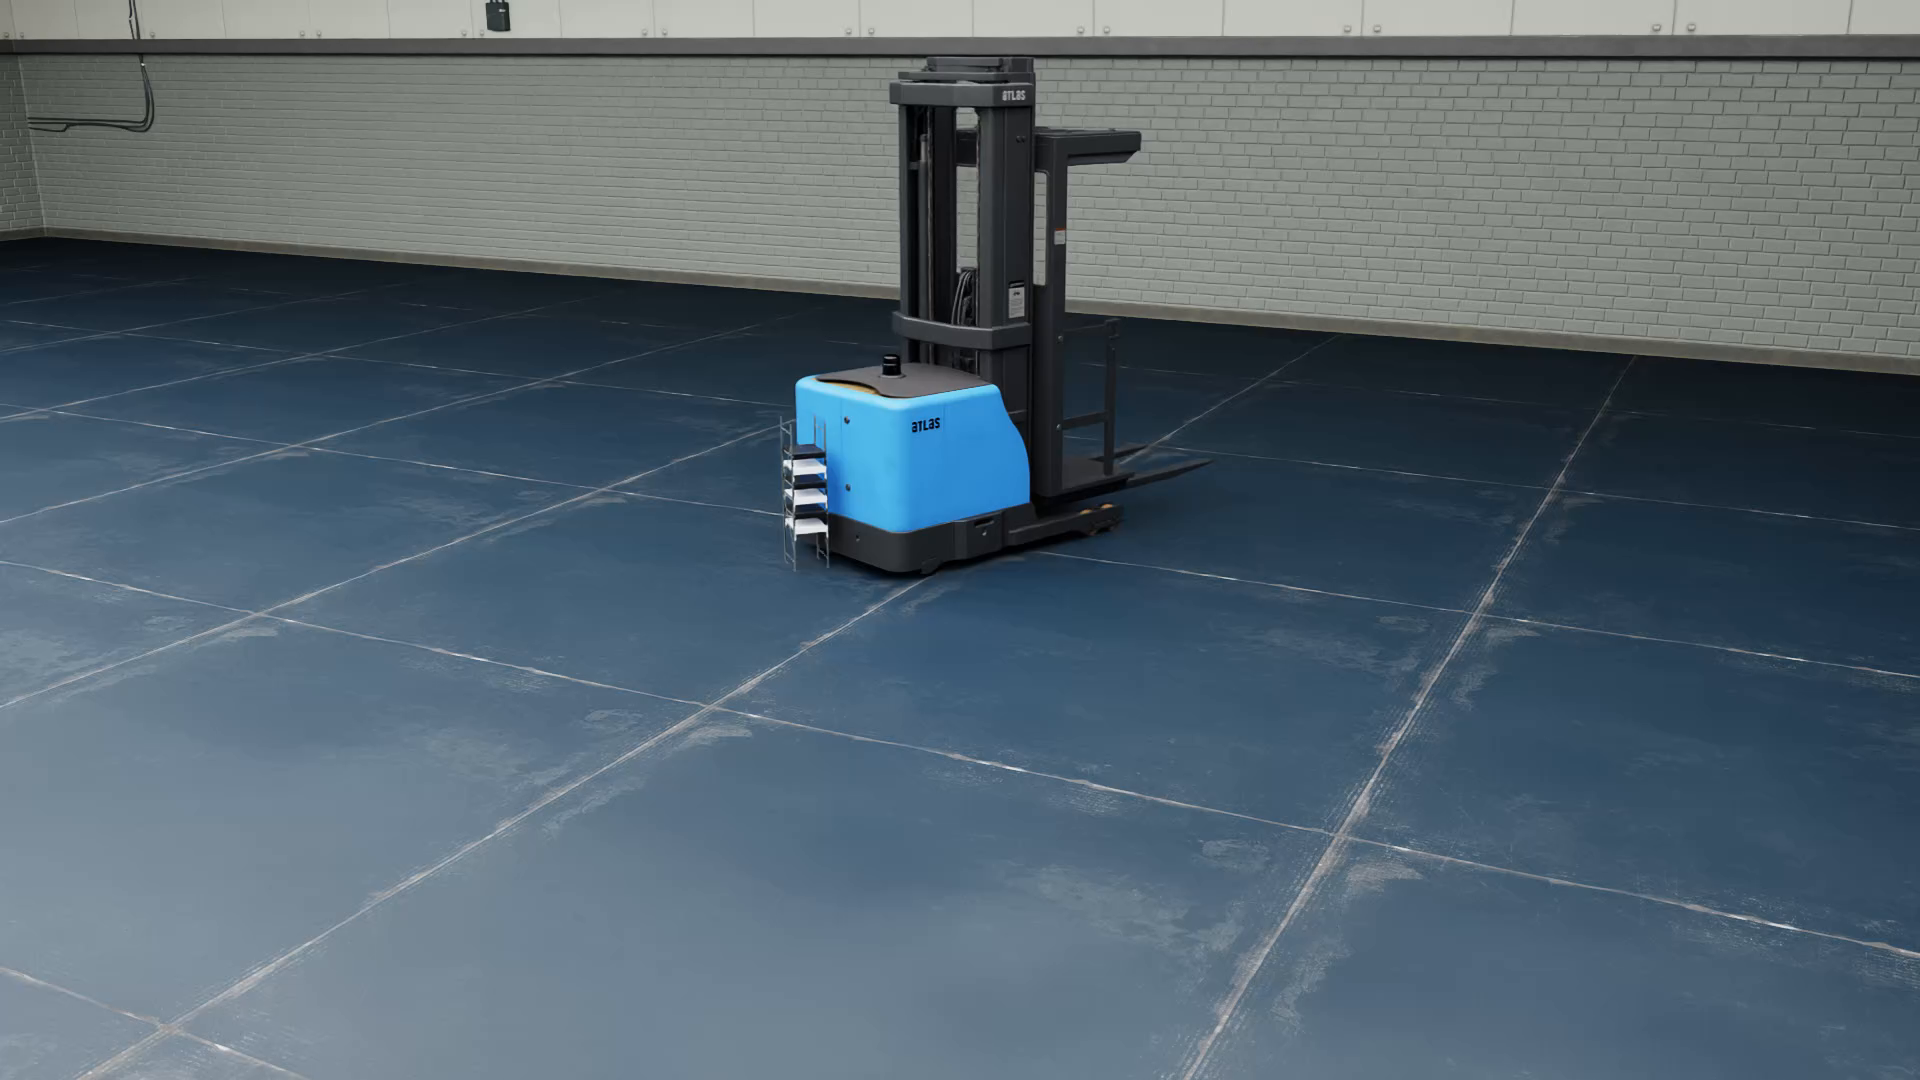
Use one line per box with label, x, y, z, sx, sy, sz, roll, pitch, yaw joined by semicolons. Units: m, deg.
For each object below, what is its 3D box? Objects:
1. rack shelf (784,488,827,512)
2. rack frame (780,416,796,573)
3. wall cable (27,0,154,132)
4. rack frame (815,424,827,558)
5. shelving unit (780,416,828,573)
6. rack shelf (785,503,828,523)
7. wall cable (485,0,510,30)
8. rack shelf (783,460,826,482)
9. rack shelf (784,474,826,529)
rack shelf;-0.922;-0.245;9.887;0.200;0.077;0.258;-6;18;-20
rack frame;-1.017;-0.267;9.843;0.006;0.900;0.240;-6;18;-20
wall cable;-13.735;-7.623;25.839;3.097;2.526;0.112;8;18;25
rack frame;-0.827;-0.288;9.913;0.003;0.785;0.228;-6;18;-20
shelving unit;-0.923;-0.277;9.878;0.208;0.900;0.258;-6;18;-20
rack shelf;-0.922;-0.159;9.913;0.200;0.077;0.258;-6;18;-20
wall cable;-5.249;-9.530;20.833;2.305;6.003;0.169;8;18;25
rack shelf;-0.922;-0.418;9.836;0.200;0.077;0.258;-6;18;-20
rack shelf;-0.922;-0.229;9.892;0.190;0.281;0.221;-6;18;-20
